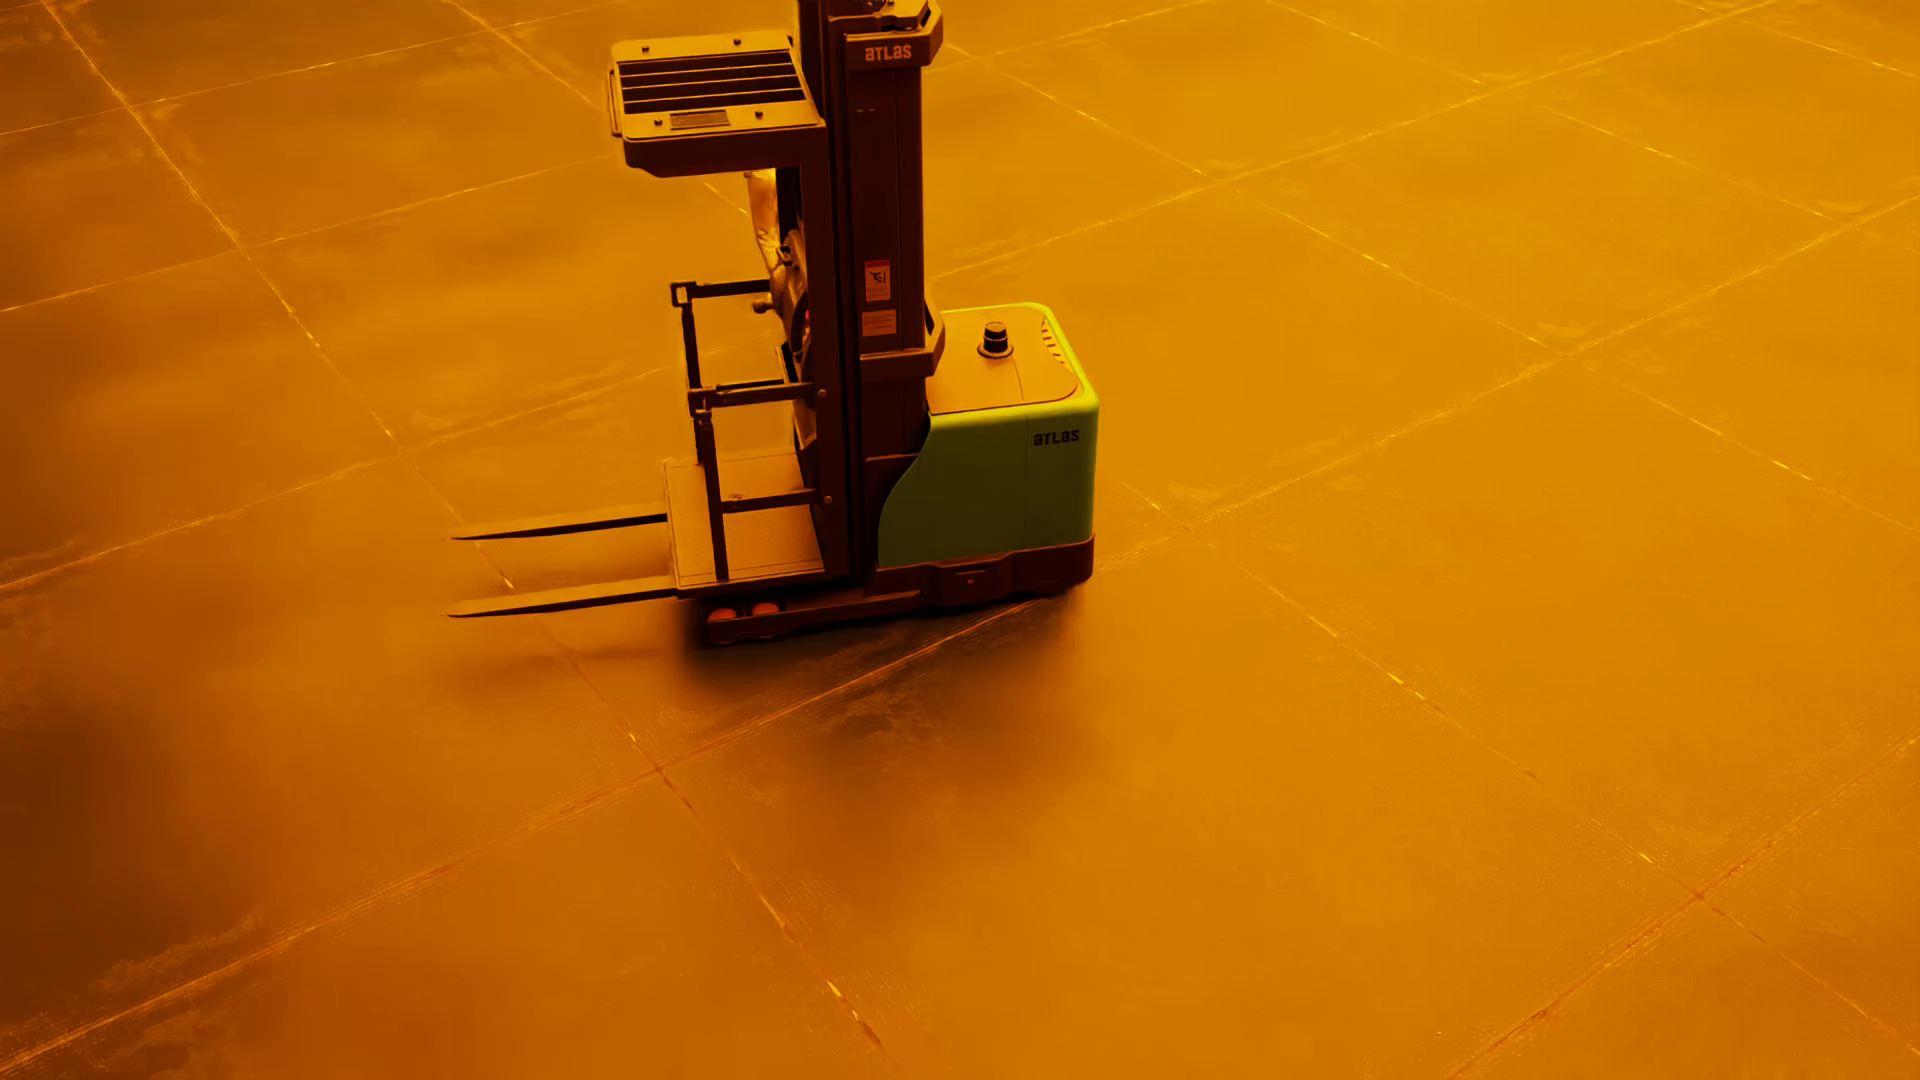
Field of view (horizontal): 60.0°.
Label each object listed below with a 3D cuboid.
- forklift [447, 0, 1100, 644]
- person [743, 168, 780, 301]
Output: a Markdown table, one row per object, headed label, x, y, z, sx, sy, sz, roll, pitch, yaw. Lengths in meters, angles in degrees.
| label | x | y | z | sx | sy | sz | roll | pitch | yaw |
| --- | --- | --- | --- | --- | --- | --- | --- | --- | --- |
| forklift | -0.926 | -1.038 | 7.348 | 3.031 | 2.935 | 1.130 | -7 | 37 | -10 |
| person | -1.119 | -2.234 | 10.079 | 0.901 | 1.652 | 0.694 | -21 | 41 | -26 |
